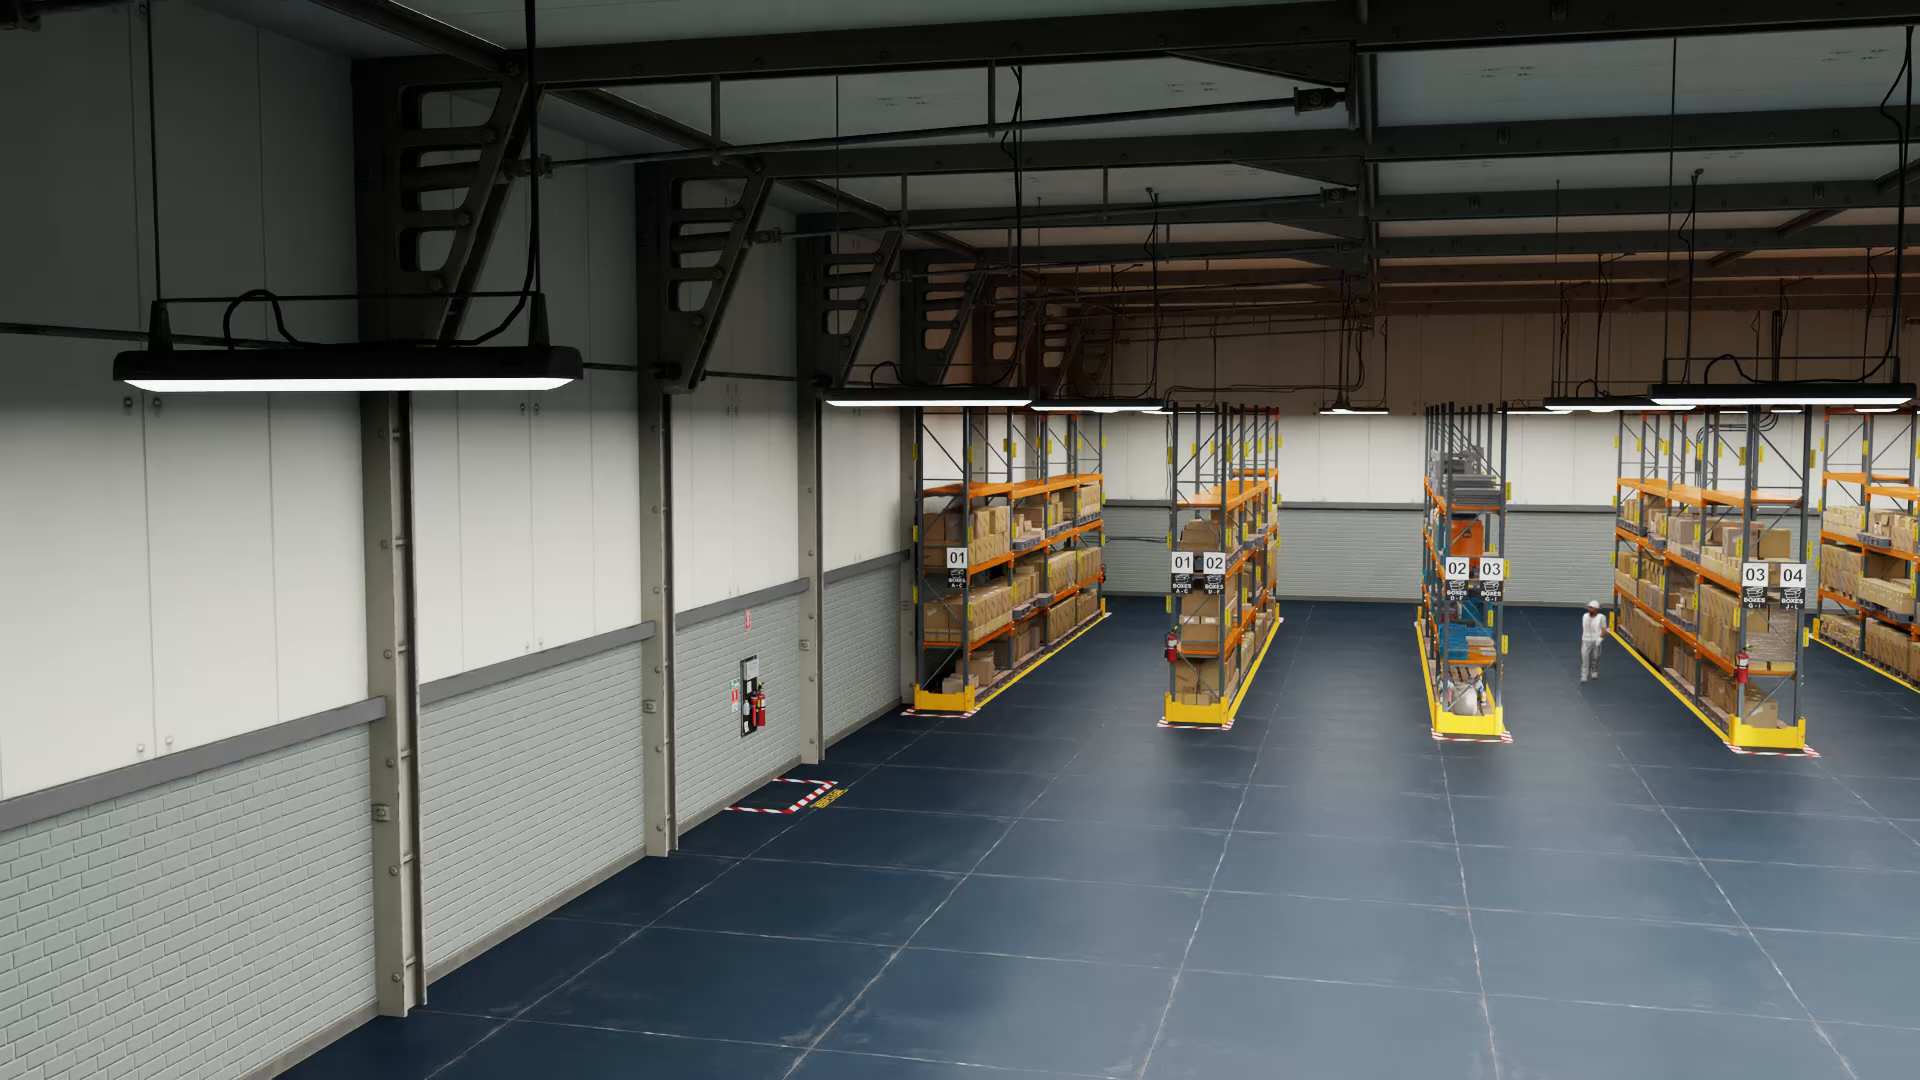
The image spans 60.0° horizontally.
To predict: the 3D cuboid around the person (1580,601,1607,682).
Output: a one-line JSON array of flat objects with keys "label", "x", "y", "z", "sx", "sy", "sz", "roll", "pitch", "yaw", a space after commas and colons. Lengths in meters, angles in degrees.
[{"label": "person", "x": 13.678, "y": 2.174, "z": 35.886, "sx": 0.503, "sy": 1.720, "sz": 1.056, "roll": 2, "pitch": 5, "yaw": 23}]
